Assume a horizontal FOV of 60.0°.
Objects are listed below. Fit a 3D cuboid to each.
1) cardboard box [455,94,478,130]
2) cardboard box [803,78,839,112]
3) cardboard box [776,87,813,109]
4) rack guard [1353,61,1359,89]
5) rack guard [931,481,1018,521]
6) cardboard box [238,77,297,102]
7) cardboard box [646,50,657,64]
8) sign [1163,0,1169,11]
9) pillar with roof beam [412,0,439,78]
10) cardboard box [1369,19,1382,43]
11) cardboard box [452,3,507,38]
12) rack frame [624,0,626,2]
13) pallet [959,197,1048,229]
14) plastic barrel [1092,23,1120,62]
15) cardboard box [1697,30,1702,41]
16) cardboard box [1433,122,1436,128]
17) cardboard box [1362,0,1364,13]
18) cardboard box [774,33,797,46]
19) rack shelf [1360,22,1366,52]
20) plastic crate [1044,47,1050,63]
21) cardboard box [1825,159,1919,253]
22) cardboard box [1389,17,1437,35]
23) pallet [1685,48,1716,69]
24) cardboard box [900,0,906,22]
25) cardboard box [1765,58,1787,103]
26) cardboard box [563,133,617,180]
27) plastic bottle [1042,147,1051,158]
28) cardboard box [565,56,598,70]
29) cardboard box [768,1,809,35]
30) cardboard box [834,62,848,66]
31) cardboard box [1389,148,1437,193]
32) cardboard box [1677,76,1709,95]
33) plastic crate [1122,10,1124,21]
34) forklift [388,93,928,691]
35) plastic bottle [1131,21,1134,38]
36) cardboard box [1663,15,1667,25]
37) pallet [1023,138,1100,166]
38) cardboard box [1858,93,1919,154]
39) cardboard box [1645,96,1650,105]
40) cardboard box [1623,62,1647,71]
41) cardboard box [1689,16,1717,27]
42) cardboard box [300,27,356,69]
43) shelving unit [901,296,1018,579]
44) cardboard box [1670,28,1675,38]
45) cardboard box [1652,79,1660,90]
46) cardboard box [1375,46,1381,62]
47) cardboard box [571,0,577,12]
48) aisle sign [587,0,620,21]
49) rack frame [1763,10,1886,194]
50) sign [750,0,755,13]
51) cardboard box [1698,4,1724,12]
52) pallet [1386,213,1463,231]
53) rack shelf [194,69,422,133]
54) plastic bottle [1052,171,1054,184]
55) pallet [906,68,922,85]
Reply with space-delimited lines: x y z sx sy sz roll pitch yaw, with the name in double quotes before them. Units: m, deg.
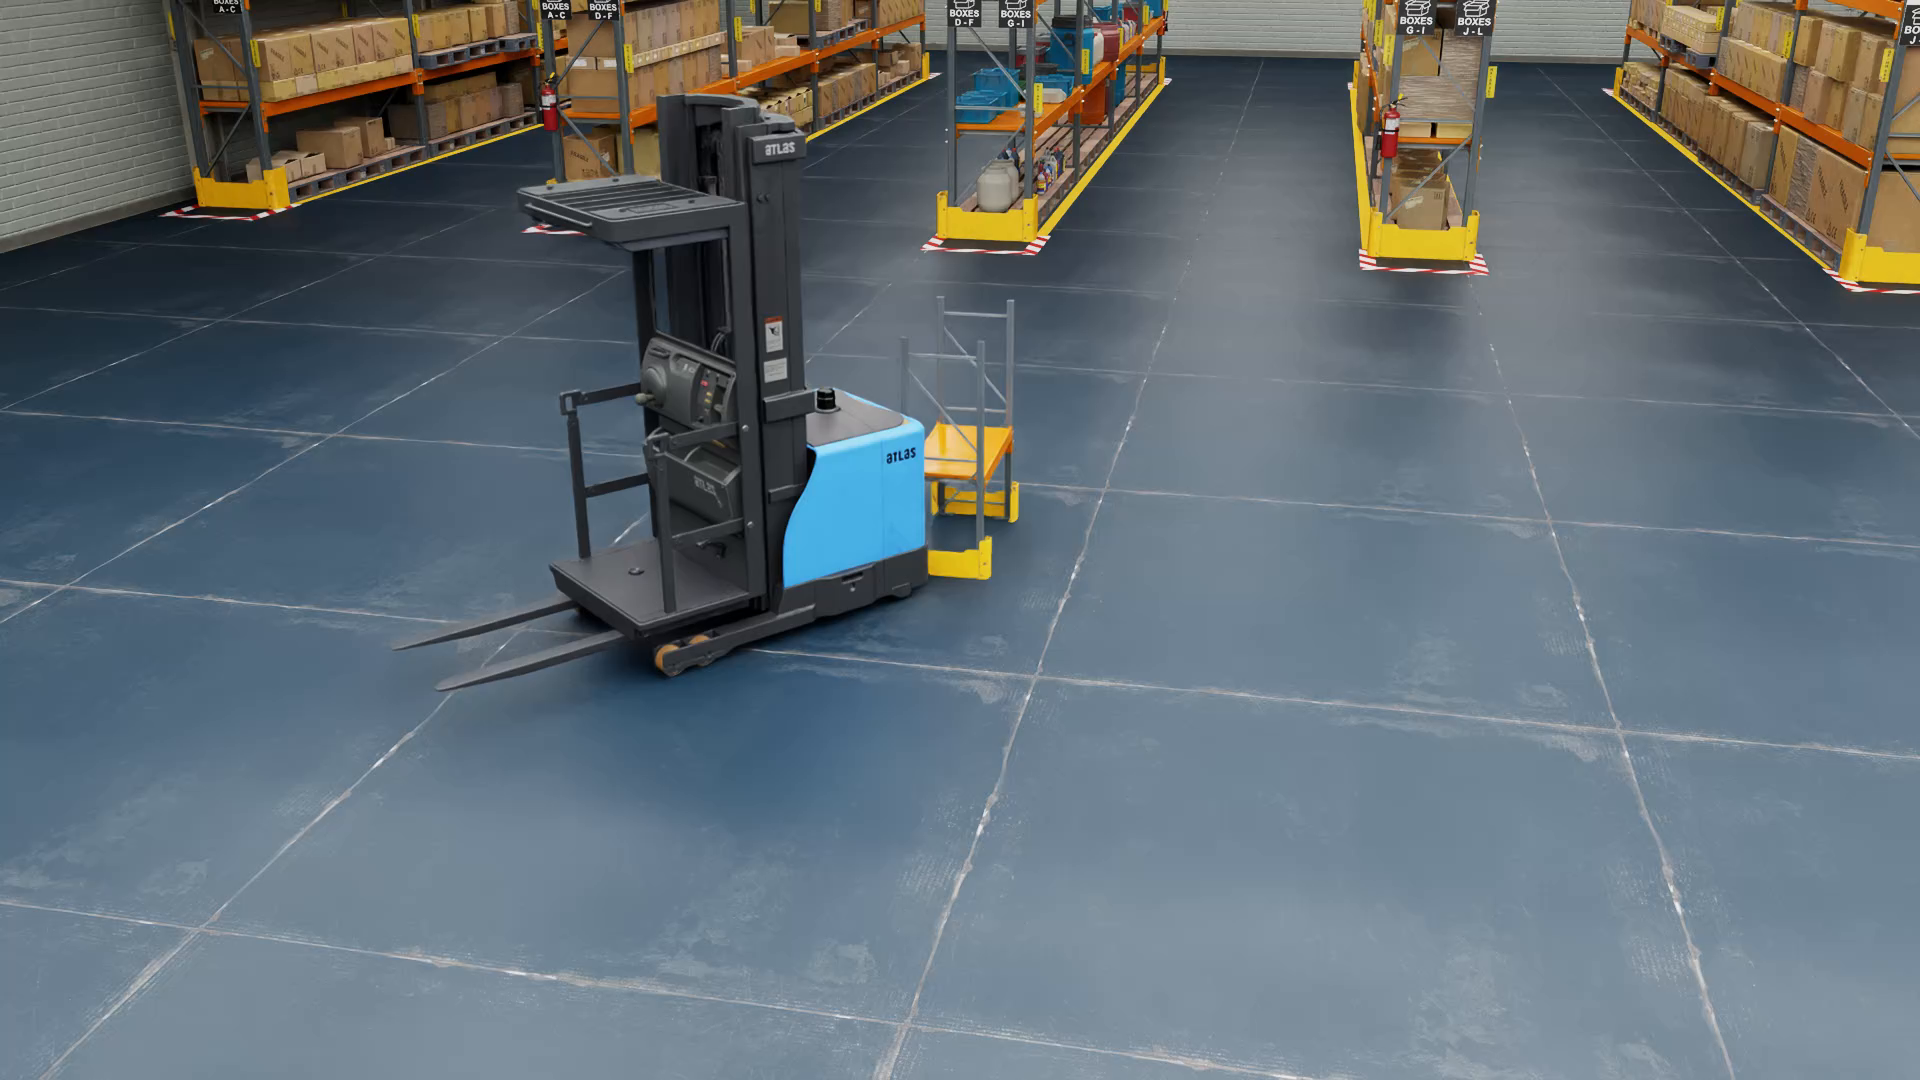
"cardboard box" -8.193 -6.879 26.675 0.700 0.500 0.500 5 22 12
"cardboard box" -2.387 -7.655 28.603 0.500 0.500 0.500 4 22 9
"cardboard box" -2.726 -7.243 27.190 0.500 0.311 0.500 5 22 12
"rack guard" 8.474 -9.292 33.257 1.175 0.500 0.348 4 22 11
"rack guard" 0.099 -0.276 11.204 0.587 0.250 0.087 4 22 11
"cardboard box" -8.933 -5.818 21.459 0.500 0.250 0.500 4 22 9
"cardboard box" -4.045 -6.102 20.989 0.380 0.149 0.250 4 22 10
"sign" 4.162 -10.860 33.586 0.100 0.325 0.005 4 22 11
"pillar with roof beam" -4.609 -10.695 25.364 9.100 9.000 0.400 4 22 11
"cardboard box" 7.010 -8.321 27.366 0.500 0.500 0.500 5 22 12
"cardboard box" -7.885 -8.521 27.274 0.700 0.500 0.500 2 22 6
"rack frame" -6.895 -10.113 31.949 1.000 3.000 0.127 4 22 11
"pallet" 0.496 -4.004 20.512 1.003 0.211 1.213 4 22 11
"plastic barrel" 2.190 -7.765 25.937 0.600 0.536 0.708 4 22 11
"cardboard box" 11.379 -7.632 25.164 0.380 0.149 0.250 5 23 13
"cardboard box" 5.662 -4.834 19.178 0.380 0.149 0.250 4 22 11
"cardboard box" 8.107 -10.357 32.356 0.500 0.250 0.500 4 22 9
"cardboard box" -2.978 -8.103 27.077 0.500 0.311 0.500 6 23 14
"rack shelf" 8.061 -9.378 31.087 1.077 0.370 4.000 4 22 11
"plastic crate" 1.092 -6.852 23.873 0.392 0.384 0.575 4 22 11
"cardboard box" 10.113 -3.639 18.155 0.875 0.875 0.875 5 22 11
"cardboard box" 5.275 -5.826 19.433 0.500 0.500 0.500 4 22 11
"pallet" 11.713 -7.282 25.176 1.213 0.211 1.003 4 22 11
"cardboard box" -1.366 -10.505 32.789 0.500 0.500 0.500 4 22 10
"cardboard box" 10.700 -5.897 21.347 0.500 0.500 0.500 4 22 11
"cardboard box" -4.675 -4.834 20.956 0.500 0.500 0.500 4 22 11
"plastic bottle" 1.181 -5.161 22.610 0.144 0.351 0.185 4 22 11
"cardboard box" -4.602 -5.850 20.361 0.380 0.149 0.250 4 22 10
"cardboard box" -2.842 -8.754 27.878 0.700 0.500 0.500 -3 22 -7
"cardboard box" -2.382 -8.623 31.006 0.500 0.500 0.500 3 22 8
"cardboard box" 5.790 -4.736 21.383 0.500 0.500 0.500 12 25 28
"cardboard box" 11.864 -7.317 26.787 0.500 0.250 0.500 5 23 13
"plastic crate" 3.296 -9.875 31.436 0.437 0.282 0.530 4 22 11
"forklift" -1.659 -0.845 9.029 3.031 2.935 1.130 -17 27 -35
"plastic bottle" 3.037 -9.047 29.458 0.061 0.283 0.133 4 22 11
"cardboard box" 11.957 -8.672 27.748 0.380 0.149 0.250 5 22 12
"pallet" 1.541 -5.876 25.162 1.003 0.211 1.213 4 22 11
"cardboard box" 10.070 -4.385 17.526 0.875 0.550 0.550 4 22 11
"cardboard box" 12.360 -7.797 29.453 0.380 0.149 0.250 4 22 9
"cardboard box" 12.864 -9.011 31.669 0.380 0.149 0.250 3 22 8
"cardboard box" 11.535 -8.044 25.789 0.380 0.149 0.250 4 22 11
"cardboard box" -8.636 -6.722 22.699 0.500 0.500 0.500 5 23 13
"shelving unit" 0.001 -0.673 10.518 0.587 1.500 1.083 4 22 11
"cardboard box" 11.799 -8.250 27.096 0.380 0.149 0.250 5 22 11
"cardboard box" 12.319 -7.960 29.060 0.380 0.149 0.250 5 22 12
"cardboard box" 6.269 -7.047 23.975 0.500 0.250 0.500 4 22 9
"cardboard box" -7.143 -9.374 29.555 0.500 0.500 0.500 4 22 11
"aisle sign" -4.207 -6.507 19.514 0.394 0.787 0.004 4 22 11
"rack frame" 10.855 -5.639 20.841 1.000 3.000 0.127 4 22 11
"sign" -3.394 -8.812 27.275 0.100 0.325 0.005 4 22 11
"cardboard box" 12.835 -8.911 28.433 0.500 0.500 0.500 4 22 10
"pallet" 5.420 -3.620 19.560 1.003 0.211 1.213 4 22 11
"rack shelf" -8.935 -6.122 23.002 1.077 0.370 4.000 4 22 11
"plastic bottle" 1.183 -4.788 21.883 0.097 0.201 0.097 0 22 0
"pallet" -1.406 -9.587 34.375 1.003 0.211 1.213 4 22 11
